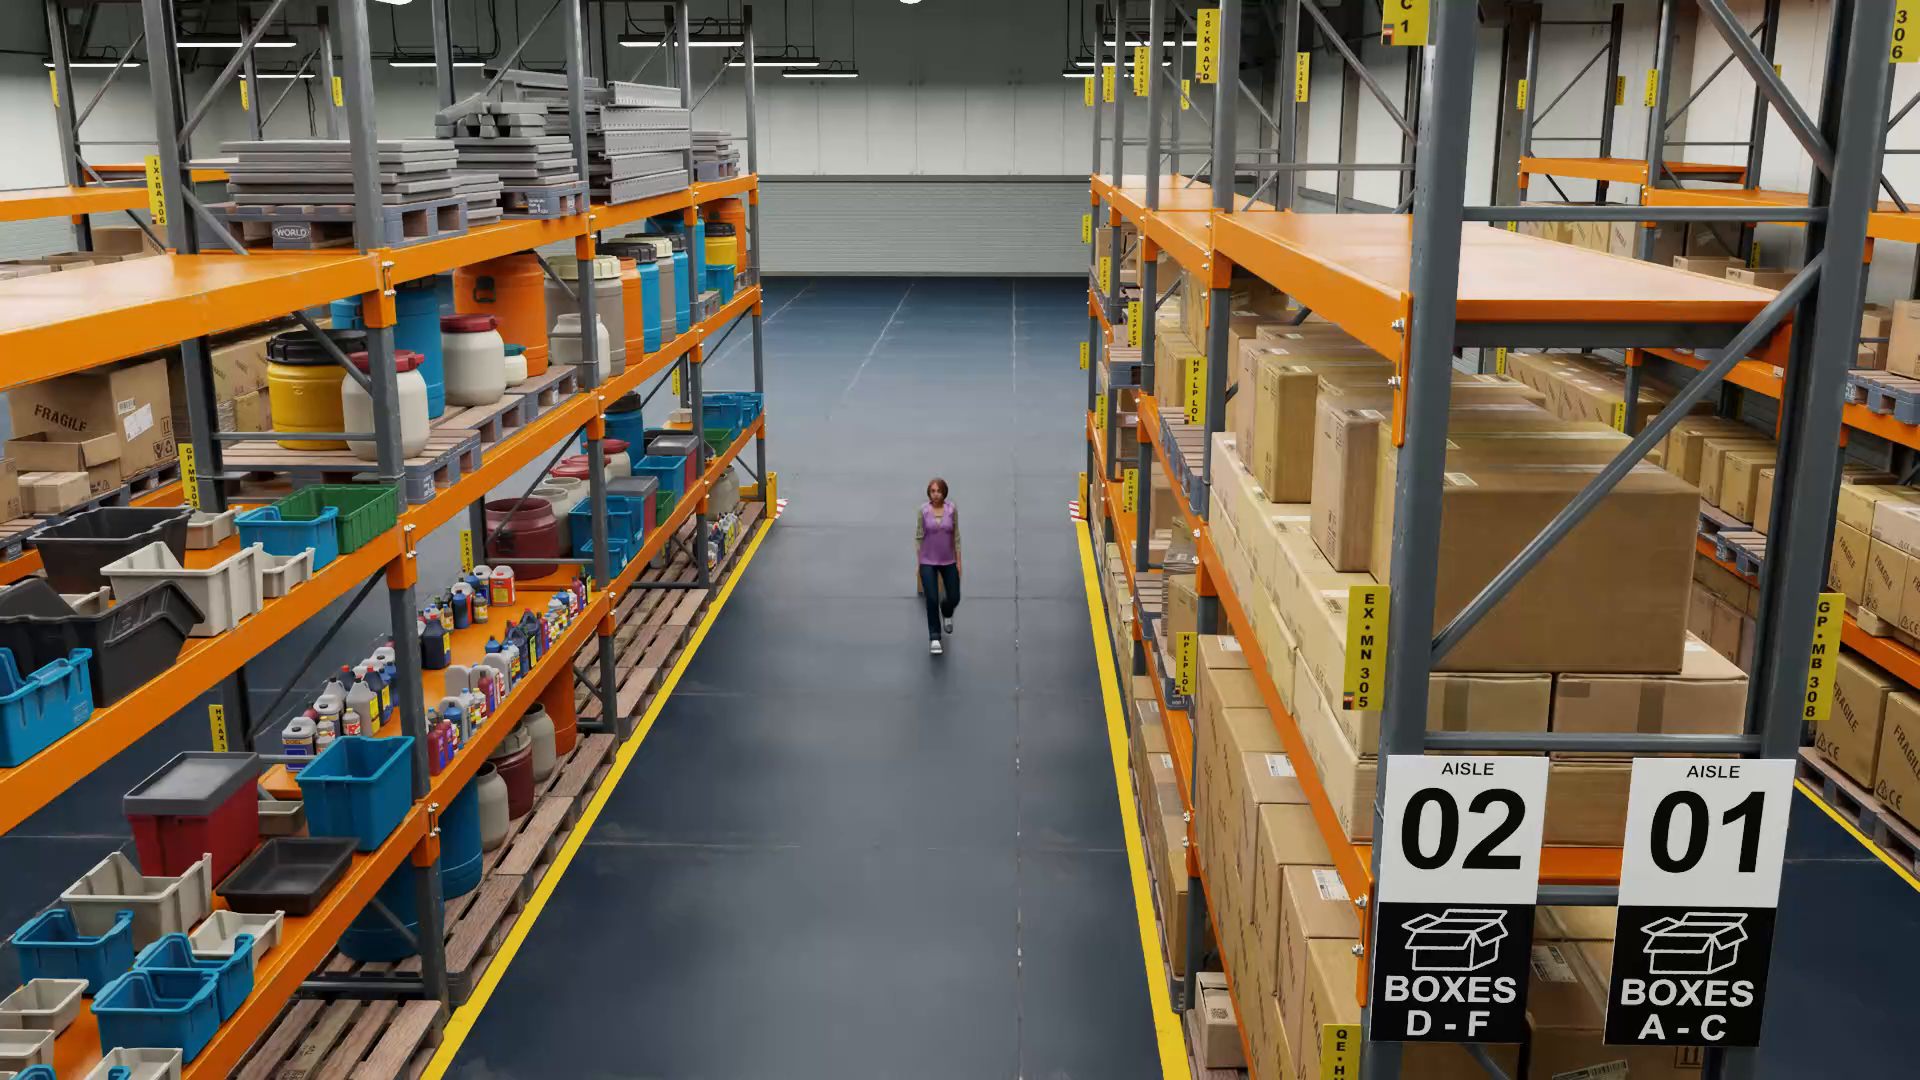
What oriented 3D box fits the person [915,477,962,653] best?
[{"bbox_3d":[-0.196,0.205,15.108,0.425,1.588,0.546,-1,14,-6],"label":"person"}]
